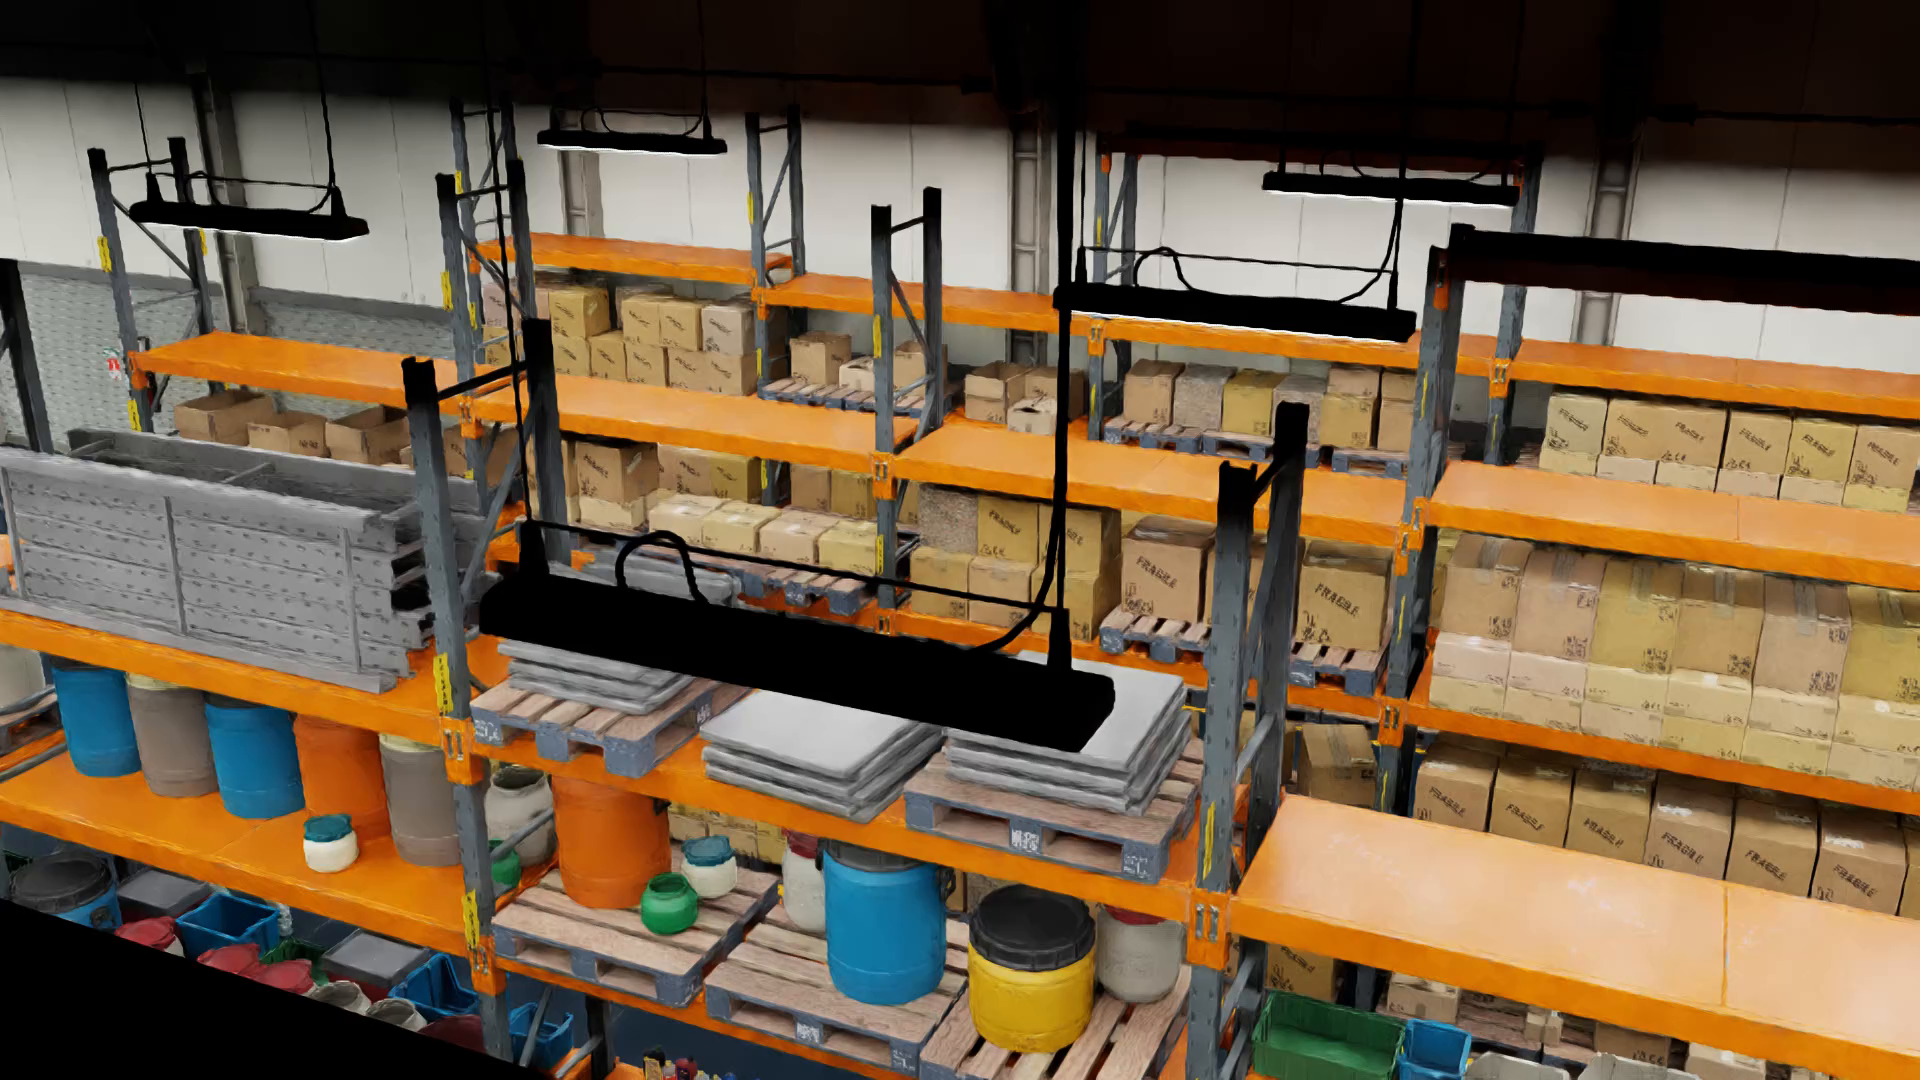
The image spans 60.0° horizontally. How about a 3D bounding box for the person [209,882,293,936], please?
[{"bbox_3d":[-6.024,2.485,13.676,0.791,1.706,0.704,11,23,27],"label":"person"}]
